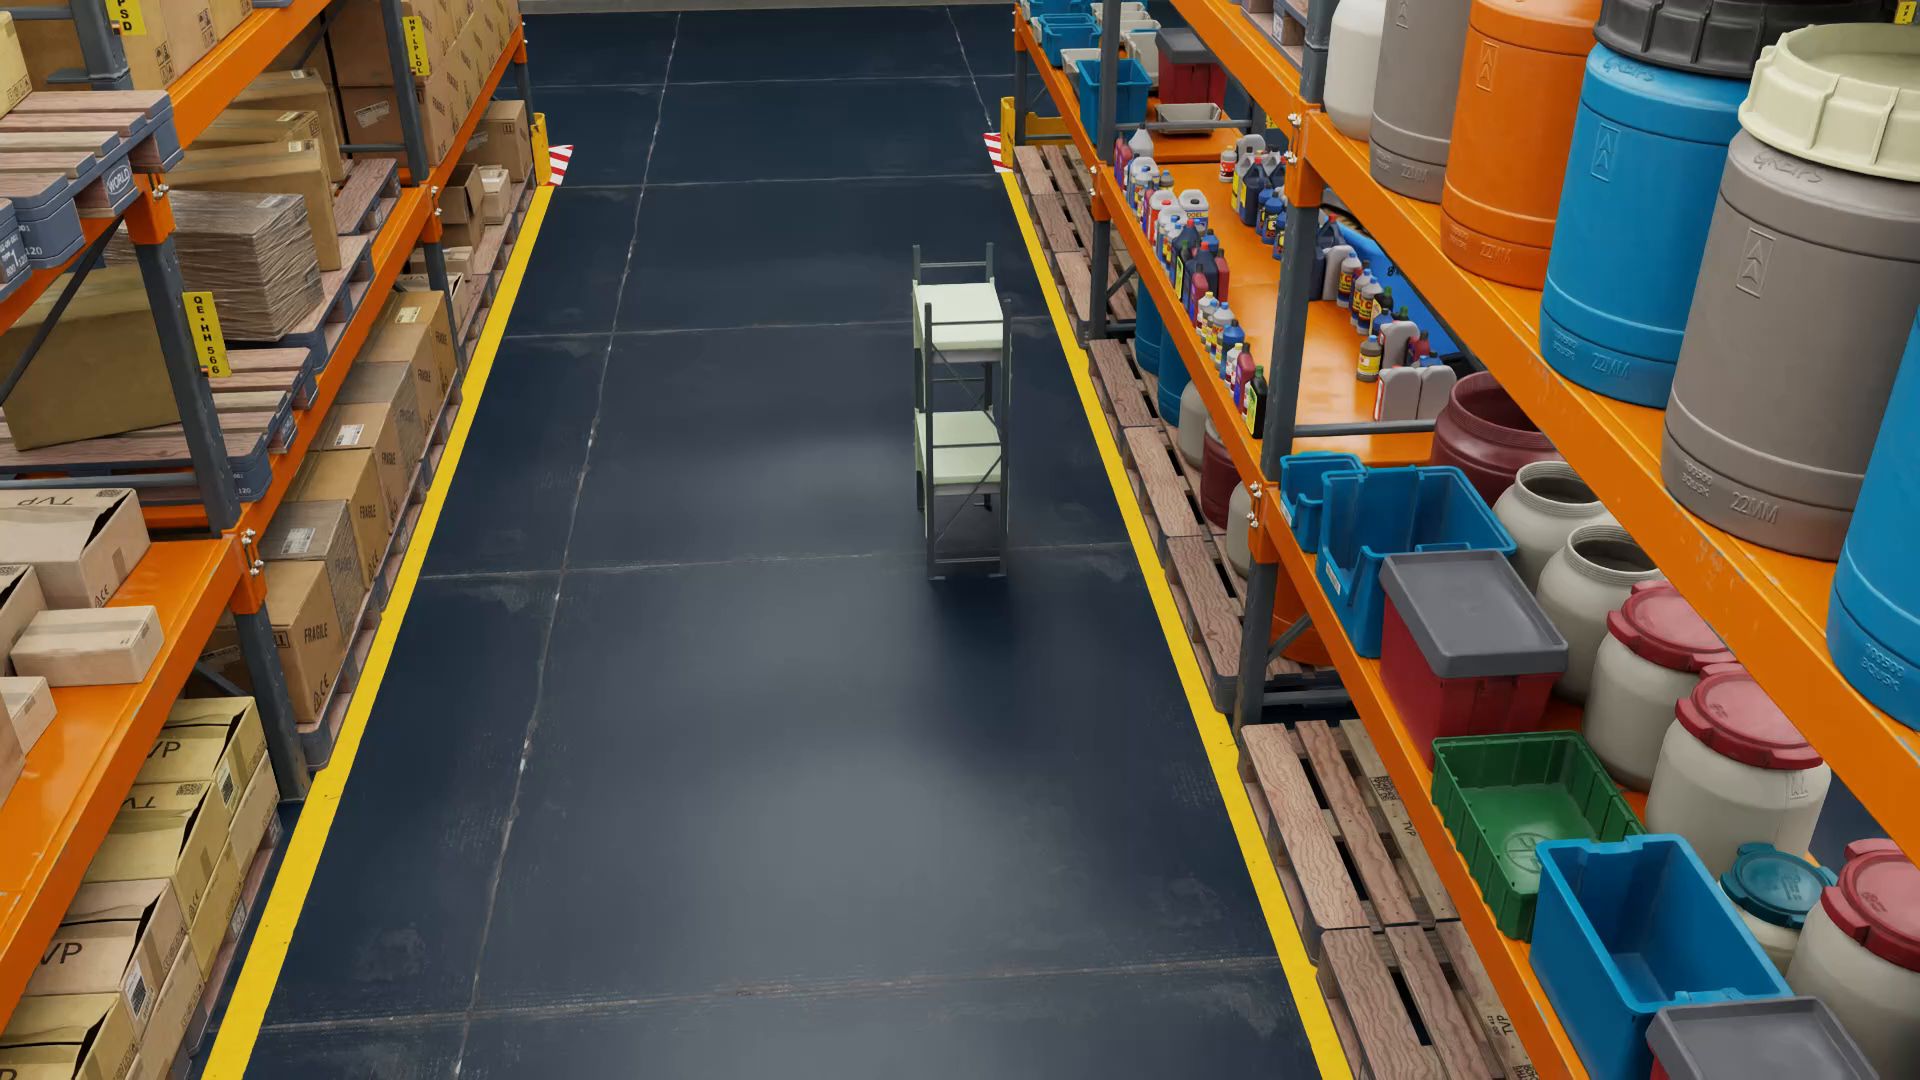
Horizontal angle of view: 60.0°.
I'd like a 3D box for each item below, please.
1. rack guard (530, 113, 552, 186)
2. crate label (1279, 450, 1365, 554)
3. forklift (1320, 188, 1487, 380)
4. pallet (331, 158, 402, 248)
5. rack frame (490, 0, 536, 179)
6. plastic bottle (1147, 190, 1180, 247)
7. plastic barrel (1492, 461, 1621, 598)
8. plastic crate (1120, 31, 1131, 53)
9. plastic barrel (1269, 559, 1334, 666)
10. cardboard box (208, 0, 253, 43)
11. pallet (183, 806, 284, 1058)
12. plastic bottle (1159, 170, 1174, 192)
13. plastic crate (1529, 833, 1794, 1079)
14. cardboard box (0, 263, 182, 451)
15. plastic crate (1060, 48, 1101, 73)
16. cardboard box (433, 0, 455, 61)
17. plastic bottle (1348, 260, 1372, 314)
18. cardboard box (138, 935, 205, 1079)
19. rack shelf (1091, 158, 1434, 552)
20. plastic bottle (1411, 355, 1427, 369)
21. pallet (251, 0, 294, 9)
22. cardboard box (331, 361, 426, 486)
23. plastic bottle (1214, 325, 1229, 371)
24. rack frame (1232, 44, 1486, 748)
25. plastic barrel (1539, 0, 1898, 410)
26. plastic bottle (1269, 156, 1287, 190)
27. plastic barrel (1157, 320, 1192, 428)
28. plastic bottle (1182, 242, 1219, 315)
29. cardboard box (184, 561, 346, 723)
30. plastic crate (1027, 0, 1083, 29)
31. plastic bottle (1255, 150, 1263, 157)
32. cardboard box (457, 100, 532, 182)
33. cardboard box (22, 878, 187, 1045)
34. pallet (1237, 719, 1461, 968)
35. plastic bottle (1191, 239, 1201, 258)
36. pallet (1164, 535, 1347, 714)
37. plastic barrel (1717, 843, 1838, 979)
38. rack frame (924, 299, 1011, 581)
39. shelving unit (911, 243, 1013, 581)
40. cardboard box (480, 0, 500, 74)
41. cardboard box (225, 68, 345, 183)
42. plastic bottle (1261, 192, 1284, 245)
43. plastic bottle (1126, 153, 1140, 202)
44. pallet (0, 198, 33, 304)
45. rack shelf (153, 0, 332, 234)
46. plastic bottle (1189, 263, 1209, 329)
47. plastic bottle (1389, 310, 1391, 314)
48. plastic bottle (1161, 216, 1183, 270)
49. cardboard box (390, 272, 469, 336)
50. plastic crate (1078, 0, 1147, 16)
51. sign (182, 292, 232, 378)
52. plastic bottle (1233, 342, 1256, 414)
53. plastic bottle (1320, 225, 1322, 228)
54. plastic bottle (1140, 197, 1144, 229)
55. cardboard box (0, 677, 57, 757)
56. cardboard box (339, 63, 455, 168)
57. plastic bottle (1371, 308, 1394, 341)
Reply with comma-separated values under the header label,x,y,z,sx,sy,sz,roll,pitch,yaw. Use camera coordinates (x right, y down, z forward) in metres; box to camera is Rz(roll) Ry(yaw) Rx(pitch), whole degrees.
label,x,y,z,sx,sy,sz,roll,pitch,yaw
rack guard,-3.970,-3.175,13.578,1.175,0.500,0.348,-3,31,-5
crate label,1.369,-0.133,6.211,0.303,0.233,0.416,-3,31,-5
forklift,3.542,-2.521,10.113,3.031,2.935,1.130,-12,33,-19
pallet,-3.637,-1.749,8.940,1.003,0.211,1.213,-3,31,-5
rack frame,-3.977,-4.287,13.002,1.000,3.000,0.127,-3,31,-5
plastic bottle,1.079,-1.699,8.791,0.152,0.276,0.135,-3,31,-5
plastic barrel,2.011,0.029,5.667,0.421,0.512,0.421,0,31,0
plastic crate,1.321,-3.587,12.029,0.298,0.136,0.250,-3,31,-5
plastic barrel,1.640,0.065,7.423,0.600,0.830,0.708,-3,31,-5
cardboard box,-3.400,-2.280,6.619,0.910,0.500,0.500,-3,31,-5
pallet,-3.191,1.417,6.172,1.003,0.211,1.213,-3,31,-5
plastic bottle,1.149,-1.969,9.315,0.097,0.201,0.097,0,31,0
plastic crate,1.663,1.063,4.061,0.392,0.384,0.575,-3,31,-5
cardboard box,-3.401,-0.742,6.560,0.700,0.500,0.500,-13,33,-21
plastic crate,0.867,-3.267,11.493,0.293,0.136,0.466,-3,31,-5
cardboard box,-3.416,-3.234,10.167,0.500,0.500,0.500,-4,31,-6
plastic bottle,1.921,-1.216,7.975,0.061,0.283,0.133,-3,31,-5
cardboard box,-2.842,1.575,5.461,0.500,0.250,0.500,-2,31,-3
rack shelf,1.516,-1.150,8.452,1.077,0.370,4.000,-3,31,-5
plastic bottle,1.991,-0.699,7.189,0.097,0.201,0.097,0,31,0
pallet,-3.512,-2.586,7.412,1.213,0.211,1.003,-3,31,-5
cardboard box,-3.188,-0.613,8.860,0.500,0.500,0.500,-2,31,-4
plastic bottle,1.199,-0.865,7.467,0.097,0.201,0.097,0,31,0
rack frame,1.703,-0.438,6.558,1.000,3.000,0.127,-3,31,-5
plastic barrel,1.690,-0.816,3.776,0.600,0.901,0.708,-3,31,-5
plastic bottle,1.758,-1.911,9.072,0.144,0.351,0.185,-3,31,-5
plastic barrel,1.429,-1.119,9.336,0.600,0.901,0.708,-3,31,-5
plastic bottle,1.160,-1.270,7.998,0.144,0.351,0.185,-3,31,-5
cardboard box,-2.987,0.436,7.104,0.500,0.500,0.500,-1,31,-2
plastic crate,0.712,-3.998,12.623,0.416,0.233,0.300,-3,31,-5
plastic bottle,1.726,-2.151,9.620,0.097,0.201,0.097,0,31,0
cardboard box,-3.681,-3.137,13.085,0.500,0.500,0.500,-3,31,-5
cardboard box,-2.836,1.336,5.314,0.500,0.311,0.500,-3,31,-5
pallet,1.736,1.157,6.608,1.003,0.211,1.213,-3,31,-5
plastic bottle,1.164,-1.323,8.153,0.061,0.283,0.133,-3,31,-5
pallet,1.587,0.359,7.943,1.003,0.211,1.213,-3,31,-5
plastic barrel,2.105,0.981,4.318,0.301,0.262,0.301,0,31,0
rack frame,0.035,-0.454,8.047,0.400,1.500,0.023,-3,31,-5
shelving unit,0.001,-0.640,8.360,0.431,1.500,0.755,-3,31,-5
cardboard box,-3.571,-3.594,11.745,0.500,0.500,0.500,-3,31,-4
cardboard box,-3.782,-2.215,9.027,0.700,0.500,0.500,-13,33,-21
plastic bottle,1.659,-1.711,8.815,0.097,0.271,0.097,0,31,0
plastic bottle,0.989,-2.041,9.368,0.097,0.271,0.097,0,31,0
pallet,-2.970,-0.496,3.914,1.003,0.211,1.213,-1,31,-2
rack shelf,-3.416,-2.202,7.288,1.077,0.370,4.000,-3,31,-5
plastic bottle,1.133,-1.157,7.876,0.061,0.283,0.133,-3,31,-5
plastic bottle,1.945,-0.954,7.615,0.097,0.201,0.097,0,31,0
plastic bottle,1.085,-1.519,8.493,0.097,0.271,0.097,0,31,0
cardboard box,-3.427,-1.504,10.536,0.500,0.311,0.500,-3,31,-5
plastic crate,1.172,-4.401,13.100,0.616,0.435,0.499,-3,31,-5
sign,-2.677,-0.728,5.914,0.100,0.325,0.005,-3,31,-5
plastic bottle,1.218,-0.692,7.097,0.061,0.283,0.133,-3,31,-5
plastic bottle,1.841,-1.520,8.563,0.097,0.201,0.097,0,31,0
plastic bottle,1.029,-1.793,9.021,0.097,0.201,0.097,0,31,0
cardboard box,-3.054,0.554,5.143,0.380,0.149,0.250,-1,31,-1
cardboard box,-3.380,-2.561,10.015,0.500,0.500,0.500,-2,31,-3
plastic bottle,1.897,-0.913,7.479,0.097,0.271,0.097,0,31,0
